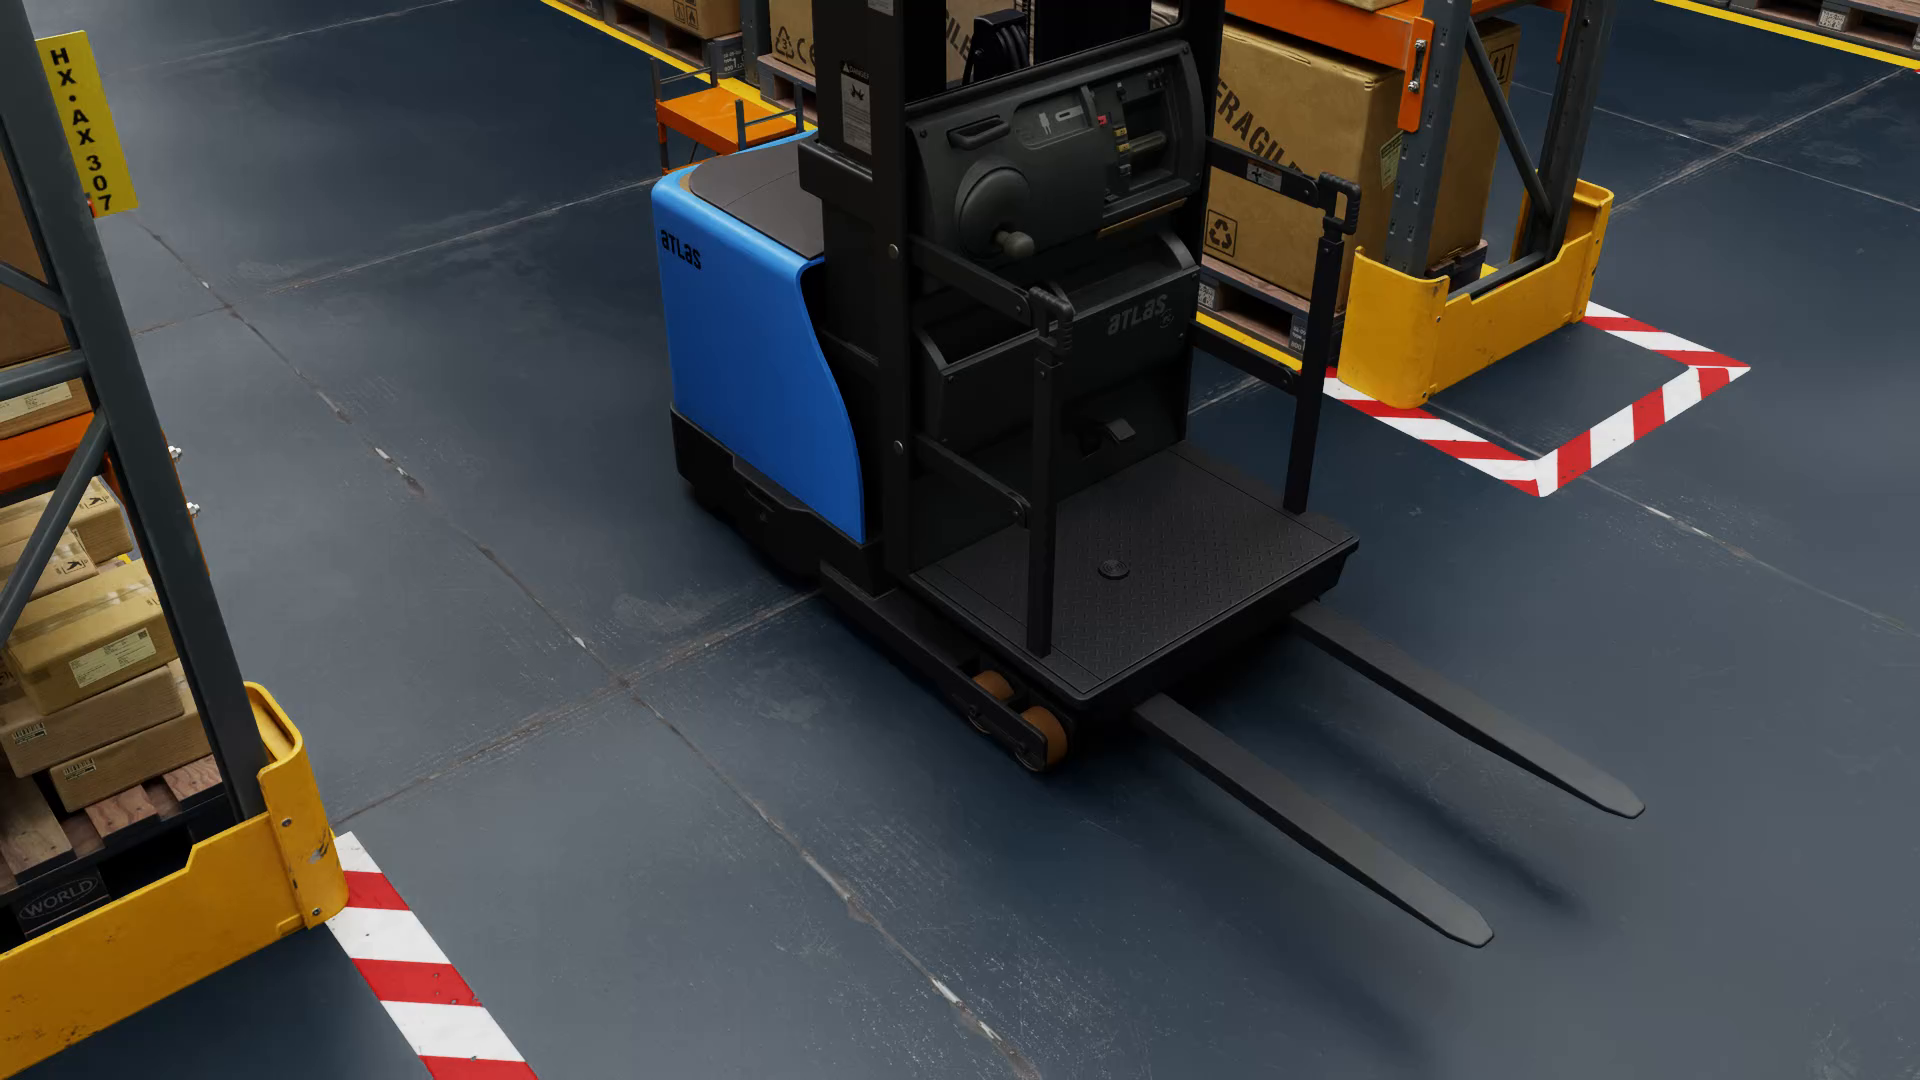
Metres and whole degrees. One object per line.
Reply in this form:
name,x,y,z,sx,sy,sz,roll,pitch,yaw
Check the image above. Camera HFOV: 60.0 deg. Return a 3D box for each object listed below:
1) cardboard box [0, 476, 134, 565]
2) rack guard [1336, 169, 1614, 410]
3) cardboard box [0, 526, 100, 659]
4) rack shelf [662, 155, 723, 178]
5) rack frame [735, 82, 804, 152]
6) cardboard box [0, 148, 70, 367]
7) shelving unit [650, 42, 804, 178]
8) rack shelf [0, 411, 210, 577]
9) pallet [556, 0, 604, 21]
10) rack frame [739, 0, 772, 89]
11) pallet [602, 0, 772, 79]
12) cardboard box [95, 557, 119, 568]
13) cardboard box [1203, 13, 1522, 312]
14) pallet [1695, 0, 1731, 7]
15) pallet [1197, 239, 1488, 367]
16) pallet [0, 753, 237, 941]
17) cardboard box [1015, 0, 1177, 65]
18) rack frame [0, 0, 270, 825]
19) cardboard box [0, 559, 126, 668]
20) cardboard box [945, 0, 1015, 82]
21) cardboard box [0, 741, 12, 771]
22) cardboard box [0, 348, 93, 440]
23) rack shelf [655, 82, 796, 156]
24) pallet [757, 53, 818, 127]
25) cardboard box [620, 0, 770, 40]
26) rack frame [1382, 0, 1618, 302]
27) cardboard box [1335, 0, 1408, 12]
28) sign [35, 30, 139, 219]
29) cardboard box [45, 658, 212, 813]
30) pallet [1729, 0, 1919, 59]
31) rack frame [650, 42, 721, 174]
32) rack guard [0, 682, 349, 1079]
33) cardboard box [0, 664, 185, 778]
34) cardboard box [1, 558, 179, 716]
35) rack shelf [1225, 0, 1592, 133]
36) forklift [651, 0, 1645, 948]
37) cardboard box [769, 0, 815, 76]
cardboard box,-2.373,-0.015,4.265,0.380,0.149,0.250,-26,43,-32
rack guard,1.910,-0.945,6.152,1.175,0.500,0.348,-26,43,-32
cardboard box,-2.308,0.144,4.040,0.380,0.149,0.250,-25,42,-31
rack shelf,-0.748,-1.127,5.533,0.258,0.148,0.480,-26,43,-32
rack frame,-0.590,-0.892,5.472,0.240,1.200,0.015,-26,43,-32
cardboard box,-2.038,-0.634,3.206,0.500,0.500,0.500,-24,42,-30
shelving unit,-0.748,-1.000,5.624,0.258,1.200,0.503,-26,43,-32
rack shelf,-3.250,-0.760,4.350,1.077,0.370,4.000,-26,43,-32
pallet,-2.034,-3.456,9.947,1.003,0.211,1.213,-26,43,-32
rack frame,-0.687,-3.742,7.938,1.000,3.000,0.127,-26,43,-32
pallet,-1.242,-2.917,9.186,1.003,0.211,1.213,-26,43,-32
cardboard box,-2.531,0.125,4.582,0.380,0.149,0.250,-25,43,-31
cardboard box,1.421,-1.533,6.294,0.875,0.875,0.875,-26,43,-32
pallet,4.393,-3.602,10.154,1.003,0.211,1.213,-26,43,-32
pallet,1.319,-1.162,6.708,1.003,0.211,1.213,-26,43,-32
pallet,-2.506,0.562,4.274,1.003,0.211,1.213,-26,43,-32
cardboard box,0.833,-1.935,6.862,0.875,0.875,0.875,-26,43,-32
rack frame,-1.959,-0.171,2.896,1.000,3.000,0.127,-26,43,-32
cardboard box,-2.235,0.231,4.175,0.380,0.149,0.250,-26,43,-32
cardboard box,0.259,-2.328,7.416,0.875,0.875,0.875,-26,43,-32
cardboard box,-2.285,0.386,4.214,0.380,0.149,0.250,-26,43,-32
cardboard box,-1.918,-0.333,3.343,0.380,0.149,0.250,-26,43,-32
rack shelf,-0.748,-1.321,5.397,0.258,0.148,0.480,-26,43,-32
pallet,-0.256,-2.239,8.229,1.003,0.211,1.213,-26,43,-32
cardboard box,-1.115,-3.321,8.820,1.225,0.875,0.875,-26,43,-32
rack frame,1.895,-1.976,5.445,1.000,3.000,0.127,-26,43,-32
cardboard box,1.413,-1.908,5.566,0.380,0.149,0.250,-25,42,-31
sign,-1.545,-0.726,2.931,0.100,0.325,0.005,-26,43,-32
cardboard box,-2.053,0.471,4.094,0.380,0.149,0.250,-25,42,-31
pallet,5.176,-3.064,9.394,1.003,0.211,1.213,-26,43,-32
rack frame,-0.906,-1.107,5.775,0.240,1.200,0.015,-26,43,-32
rack guard,-2.008,0.816,3.666,1.175,0.500,0.348,-26,43,-32
cardboard box,-2.101,0.373,3.974,0.380,0.149,0.250,-24,42,-30
cardboard box,-2.038,0.220,3.932,0.380,0.149,0.250,-28,44,-34
rack shelf,0.604,-2.565,6.900,1.077,0.370,4.000,-26,43,-32
forklift,0.405,-0.920,4.013,1.130,2.935,3.031,-26,43,-32
cardboard box,-0.322,-2.725,7.978,0.875,0.875,0.875,-26,43,-32
